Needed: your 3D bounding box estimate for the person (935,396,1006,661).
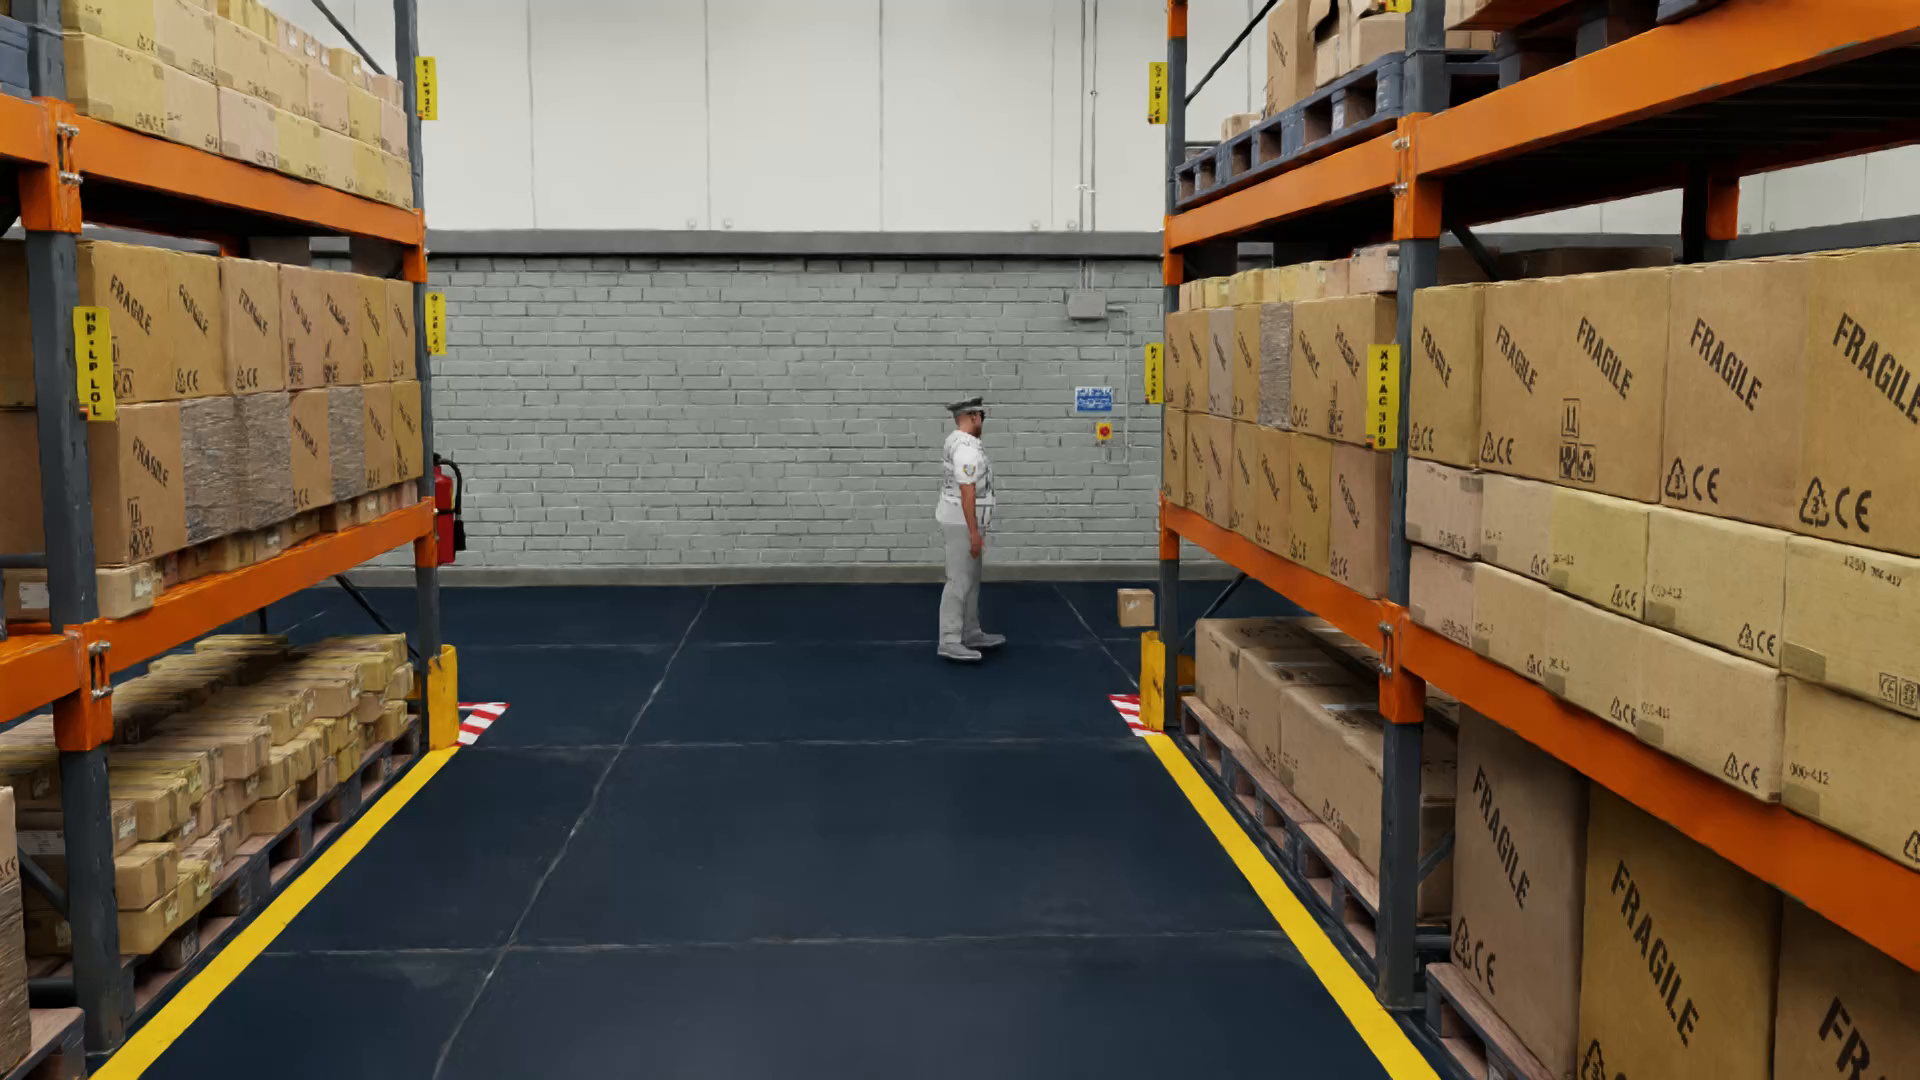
[{"bbox_3d":[0.085,-0.097,11.312,0.515,1.755,0.627,-1,7,-7],"label":"person"}]
